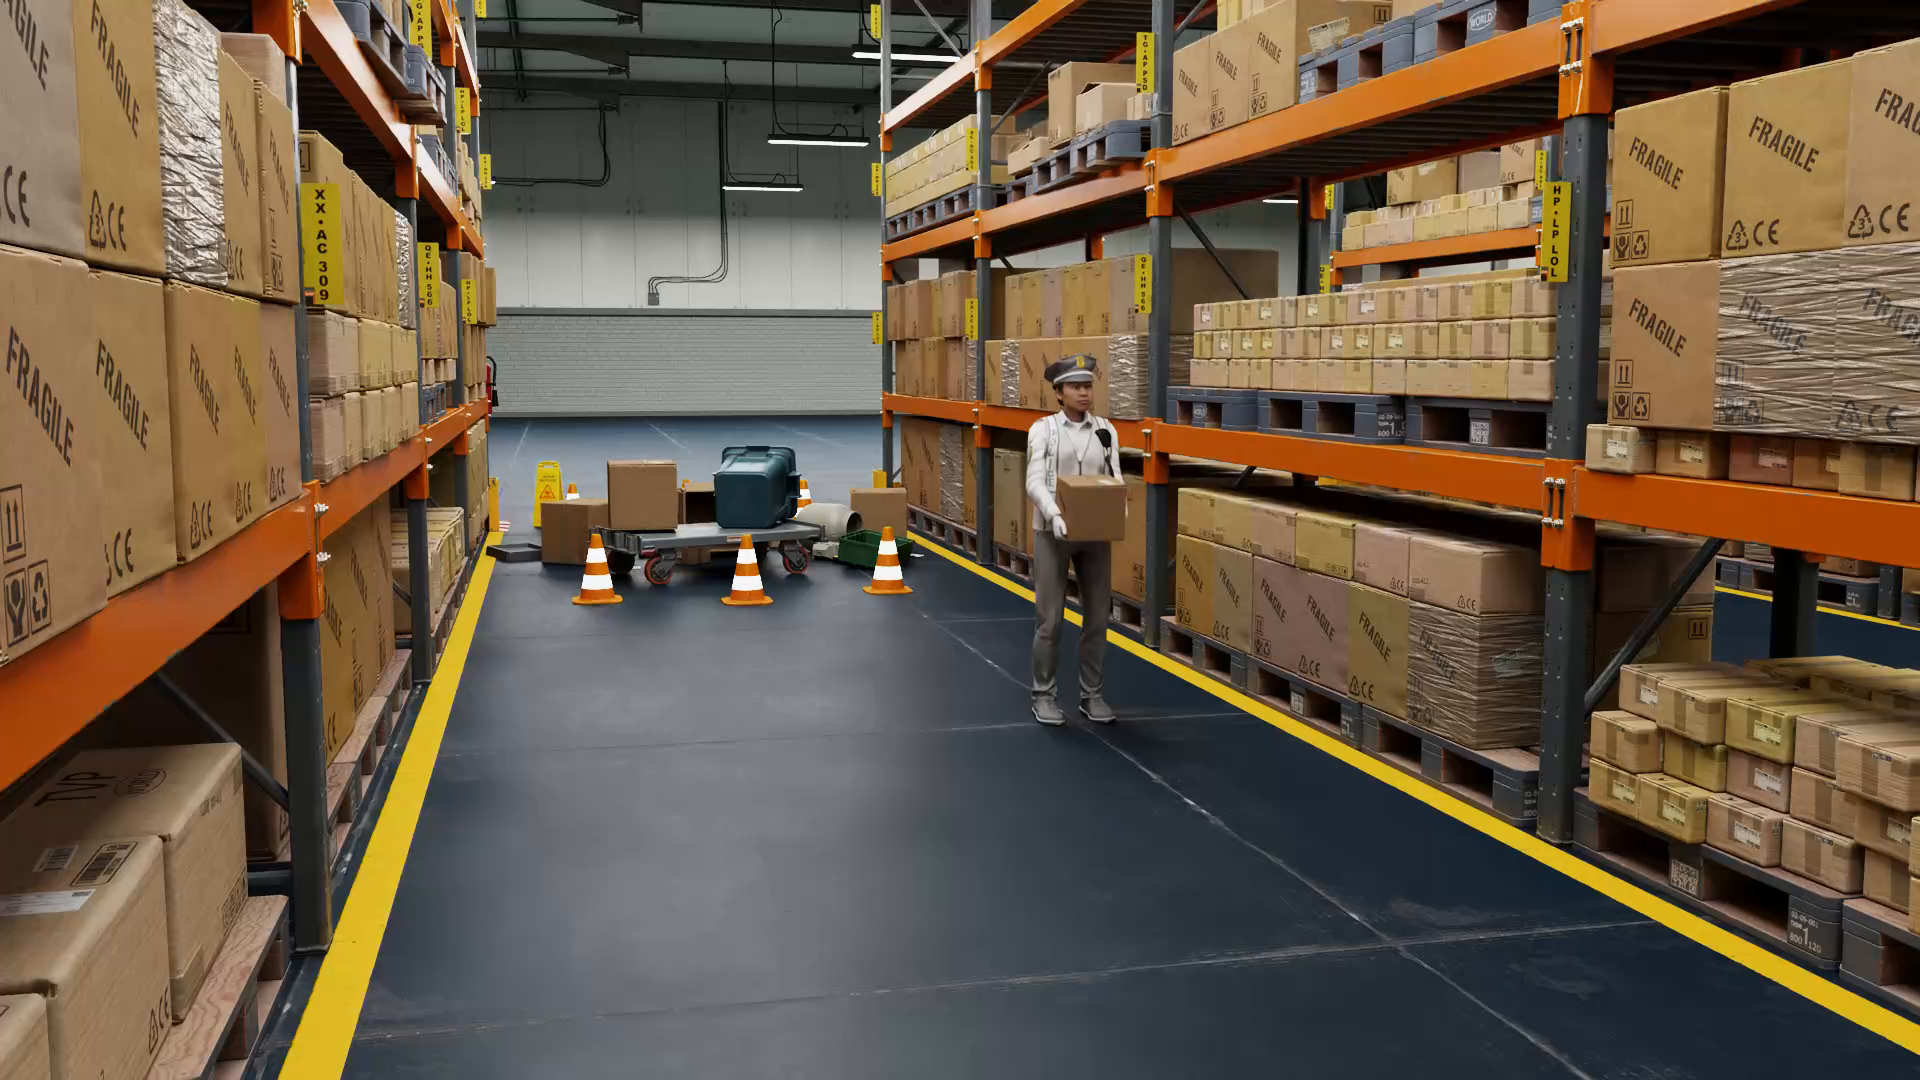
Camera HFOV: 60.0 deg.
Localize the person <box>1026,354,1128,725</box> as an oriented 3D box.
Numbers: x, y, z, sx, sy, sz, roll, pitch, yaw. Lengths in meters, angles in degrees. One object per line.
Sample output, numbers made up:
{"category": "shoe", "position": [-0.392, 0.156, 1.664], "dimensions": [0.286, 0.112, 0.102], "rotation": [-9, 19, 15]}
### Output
{"category": "person", "position": [0.532, 0.000, 7.586], "dimensions": [0.459, 1.688, 0.543], "rotation": [-1, 6, -13]}
